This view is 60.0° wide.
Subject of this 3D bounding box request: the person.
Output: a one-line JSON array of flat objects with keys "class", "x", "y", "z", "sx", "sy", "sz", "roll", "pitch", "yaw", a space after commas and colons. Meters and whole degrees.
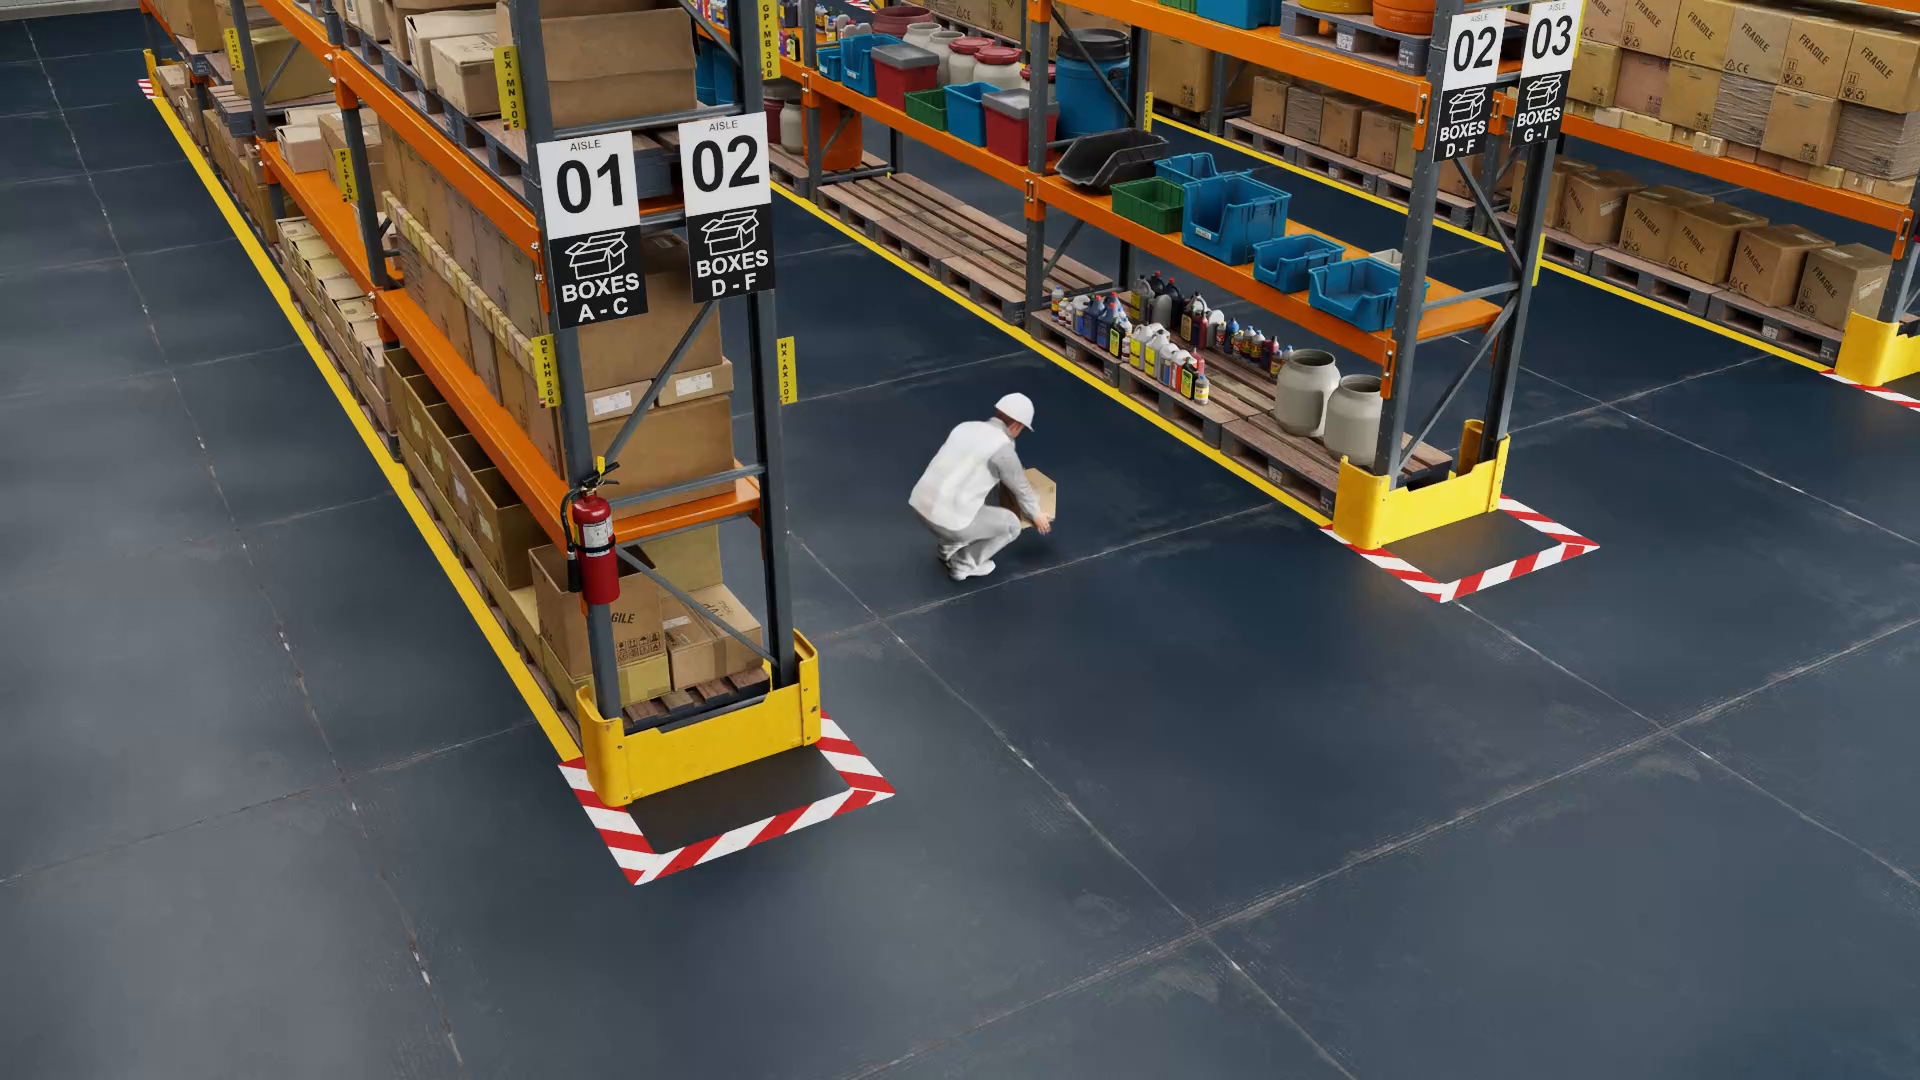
[{"class": "person", "x": 0.120, "y": -0.330, "z": 9.943, "sx": 0.872, "sy": 1.011, "sz": 0.524, "roll": -16, "pitch": 33, "yaw": -27}]
